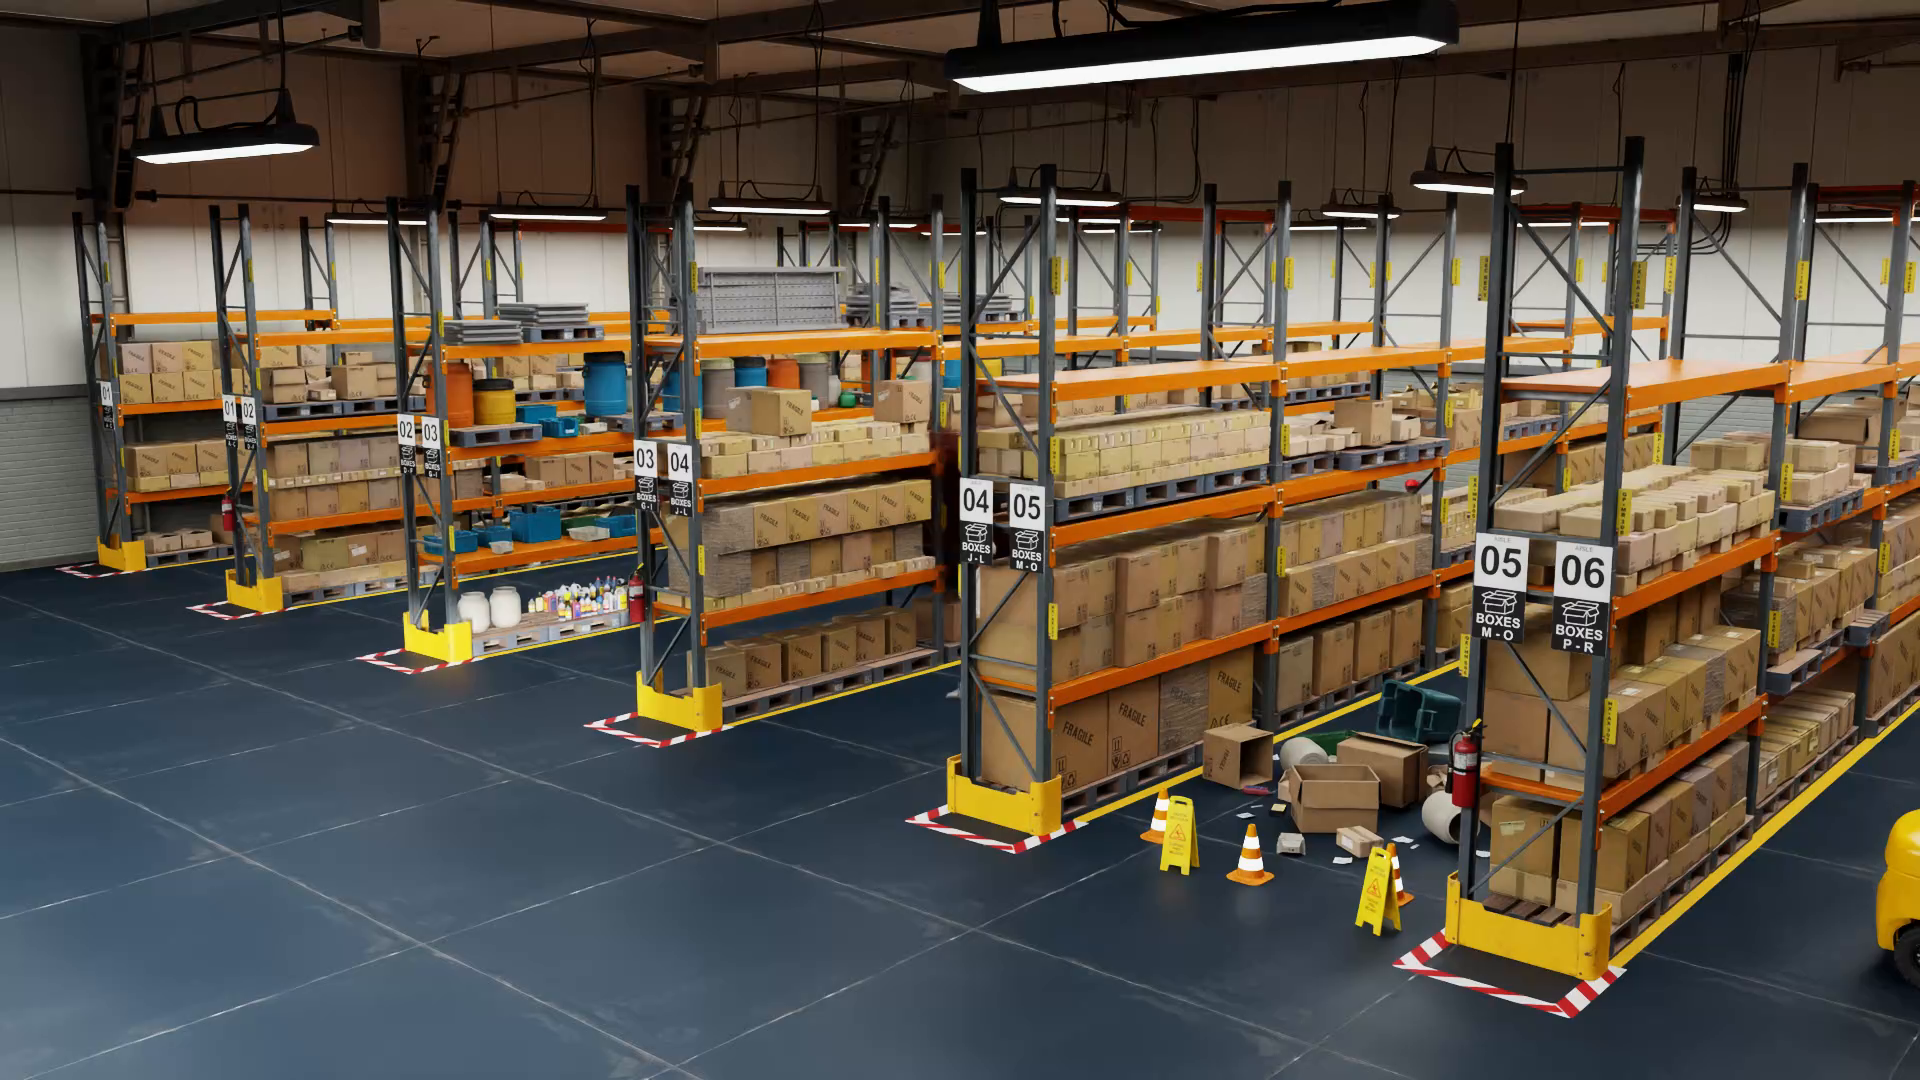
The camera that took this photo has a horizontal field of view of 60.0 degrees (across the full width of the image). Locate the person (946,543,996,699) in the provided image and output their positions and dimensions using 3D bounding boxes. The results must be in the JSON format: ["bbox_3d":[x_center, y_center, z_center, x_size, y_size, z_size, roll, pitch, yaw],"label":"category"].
[{"bbox_3d":[0.225,0.874,18.754,0.901,1.750,0.576,-3,10,-15],"label":"person"}]

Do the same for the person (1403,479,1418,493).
[{"bbox_3d":[7.151,-0.115,26.530,0.574,1.721,1.050,7,12,36],"label":"person"}]
